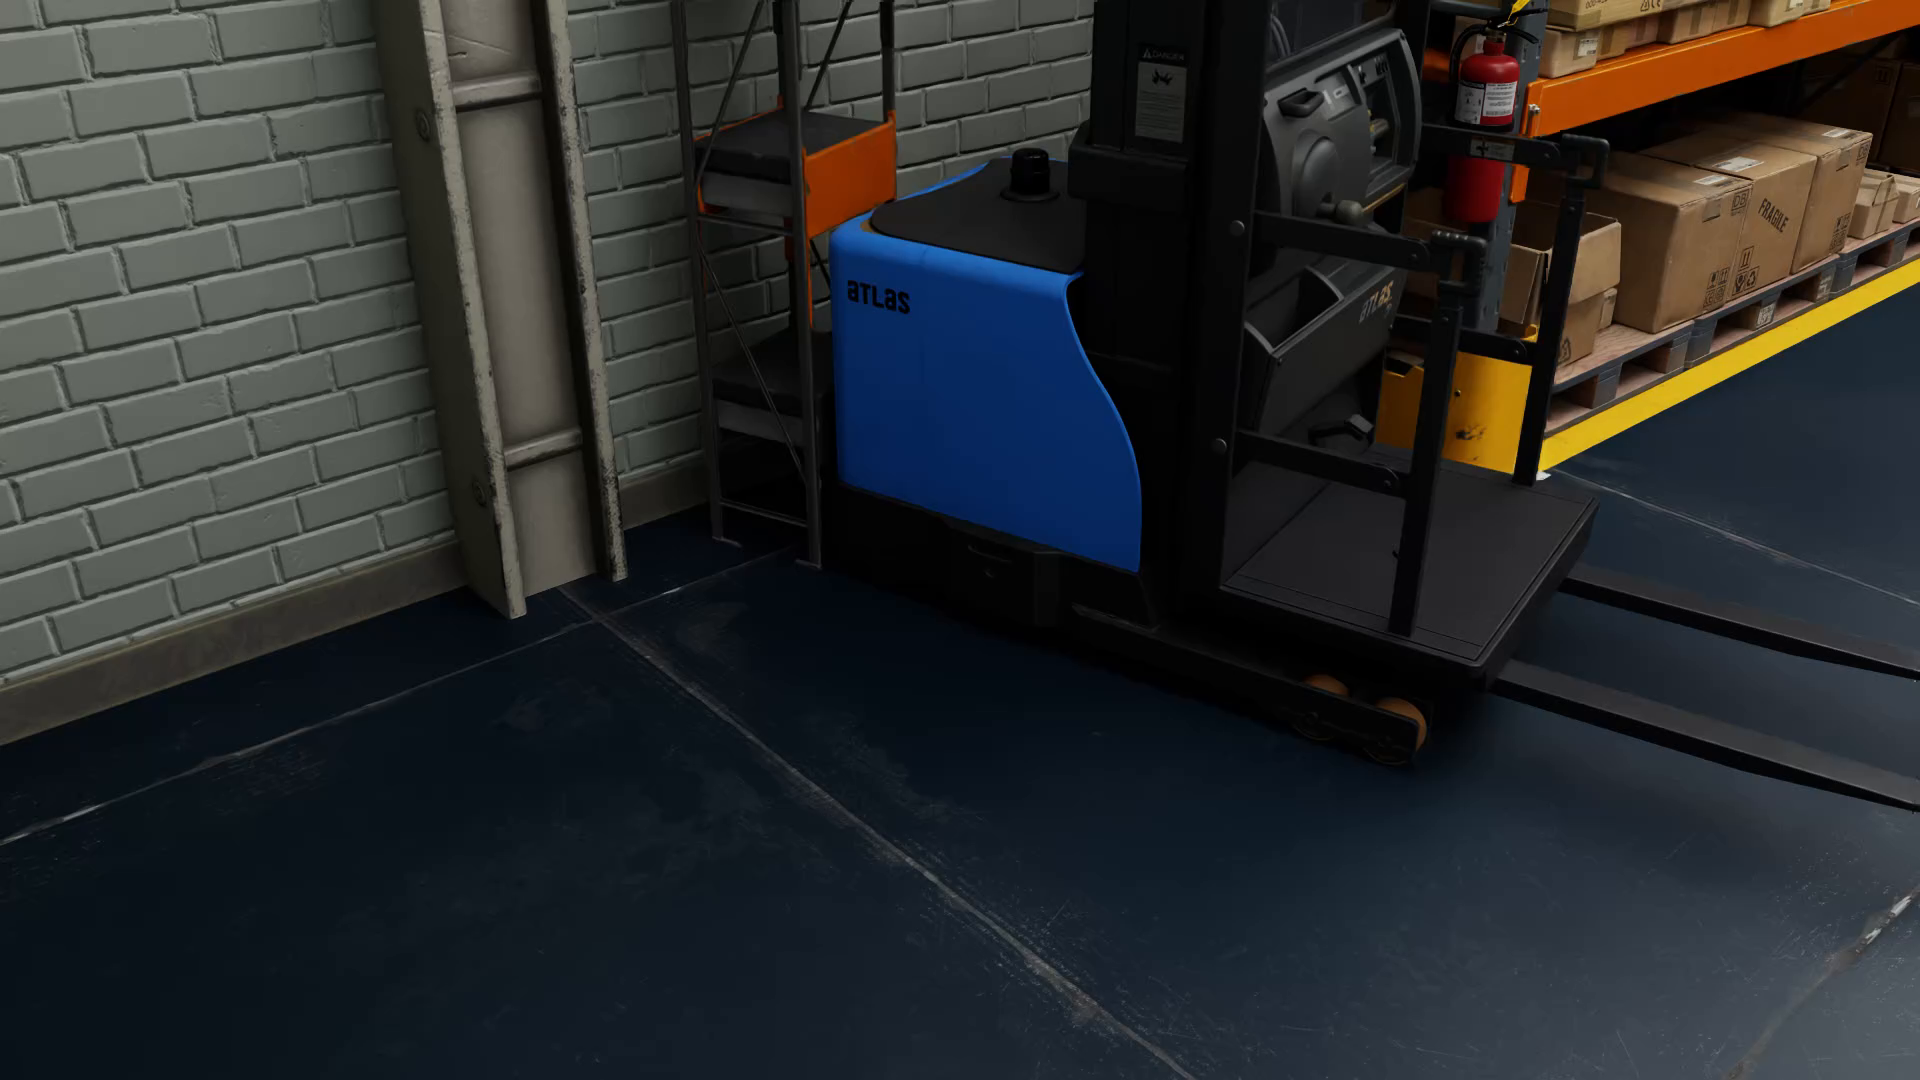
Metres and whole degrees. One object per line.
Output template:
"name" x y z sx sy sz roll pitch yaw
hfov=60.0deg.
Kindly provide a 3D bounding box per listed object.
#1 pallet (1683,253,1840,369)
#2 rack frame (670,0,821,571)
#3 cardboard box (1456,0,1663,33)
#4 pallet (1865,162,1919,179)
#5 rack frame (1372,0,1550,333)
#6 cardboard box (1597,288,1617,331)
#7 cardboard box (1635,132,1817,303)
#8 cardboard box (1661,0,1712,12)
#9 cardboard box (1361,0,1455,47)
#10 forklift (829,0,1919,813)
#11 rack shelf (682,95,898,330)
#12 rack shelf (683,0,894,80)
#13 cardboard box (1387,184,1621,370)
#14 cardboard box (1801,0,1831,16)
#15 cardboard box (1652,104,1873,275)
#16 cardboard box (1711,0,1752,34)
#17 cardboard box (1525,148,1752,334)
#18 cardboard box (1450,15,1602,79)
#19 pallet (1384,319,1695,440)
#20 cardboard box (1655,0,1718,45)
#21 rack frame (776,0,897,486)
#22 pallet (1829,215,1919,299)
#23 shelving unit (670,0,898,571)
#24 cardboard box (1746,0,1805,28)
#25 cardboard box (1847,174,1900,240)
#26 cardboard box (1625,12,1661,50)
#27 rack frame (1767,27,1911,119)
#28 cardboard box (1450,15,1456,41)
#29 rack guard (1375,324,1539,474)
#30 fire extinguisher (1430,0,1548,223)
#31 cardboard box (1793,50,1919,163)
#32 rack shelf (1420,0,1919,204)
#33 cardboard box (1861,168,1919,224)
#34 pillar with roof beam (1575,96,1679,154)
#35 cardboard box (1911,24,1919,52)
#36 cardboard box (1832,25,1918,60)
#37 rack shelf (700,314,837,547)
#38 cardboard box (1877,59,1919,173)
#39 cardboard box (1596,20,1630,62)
"pallet" 2.974 -1.117 7.117 1.213 0.211 1.003 -22 35 -35
"rack frame" -0.602 -0.881 4.672 0.400 2.100 0.015 15 31 25
"cardboard box" 1.903 -1.816 5.309 0.500 0.250 0.500 -22 35 -35
"pallet" 5.020 -1.965 8.703 1.213 0.211 1.003 -22 35 -35
"rack frame" 1.383 -1.709 5.265 0.127 3.000 1.000 -22 35 -35
"cardboard box" 2.258 -0.906 6.341 0.250 0.149 0.380 -24 36 -37
"cardboard box" 3.052 -1.318 6.740 0.500 0.500 0.500 -21 35 -34
"cardboard box" 2.286 -1.970 5.598 0.500 0.250 0.500 -21 35 -34
"cardboard box" 1.461 -1.796 5.694 0.250 0.149 0.380 -22 35 -35
"forklift" 1.130 -1.013 4.035 3.031 2.935 1.130 17 33 29
"rack shelf" -0.484 -0.970 4.866 0.431 0.518 0.480 15 31 25
"rack shelf" -0.484 -1.587 4.536 0.431 0.518 0.480 15 31 25
"cardboard box" 1.910 -0.946 6.041 0.637 0.503 0.797 -24 36 -37
"cardboard box" 3.010 -2.064 6.197 0.250 0.149 0.380 -21 35 -34
"cardboard box" 3.375 -1.510 7.099 0.500 0.500 0.700 -23 36 -37
"cardboard box" 2.582 -1.926 5.938 0.250 0.149 0.380 -21 35 -34
"cardboard box" 2.585 -1.192 6.505 0.500 0.500 0.700 -20 34 -33
"cardboard box" 1.811 -1.600 5.328 0.250 0.149 0.380 -22 35 -35
"pallet" 2.046 -0.746 6.423 1.213 0.211 1.003 -22 35 -35
"cardboard box" 2.384 -1.843 5.782 0.250 0.149 0.380 -21 34 -33
"rack frame" -0.366 -1.083 5.048 0.400 2.100 0.015 15 31 25
"pallet" 3.903 -1.493 7.819 1.213 0.211 1.003 -22 35 -35
"shelving unit" -0.484 -0.982 4.860 0.431 2.100 0.503 15 31 25
"cardboard box" 2.823 -1.976 6.032 0.250 0.149 0.380 -23 36 -36
"cardboard box" 3.921 -1.527 7.380 0.258 0.266 0.396 -20 34 -33
"cardboard box" 2.152 -1.787 5.679 0.250 0.149 0.380 -22 35 -36
"rack frame" 4.426 -2.932 7.555 0.127 3.000 1.000 -22 35 -35
"cardboard box" 1.694 -1.851 5.798 0.250 0.149 0.380 -21 34 -34
"rack guard" 1.441 -0.630 5.898 0.348 0.500 1.175 -22 35 -35
"fire extinguisher" 1.571 -1.299 4.977 0.183 0.674 0.296 -22 35 -35
"cardboard box" 4.607 -2.271 8.524 0.500 0.500 0.500 -22 35 -35
"rack shelf" 2.904 -2.003 6.579 4.000 0.370 1.077 -22 35 -35
"cardboard box" 4.193 -1.585 7.612 0.250 0.149 0.380 -23 36 -36
"pillar with roof beam" 6.105 -4.145 3.458 0.400 9.000 9.100 -22 35 -35
"cardboard box" 4.715 -2.600 8.450 0.250 0.149 0.380 -22 35 -35
"cardboard box" 4.519 -2.517 8.296 0.250 0.149 0.380 -24 36 -37
"rack shelf" -0.484 -0.353 5.196 0.431 0.518 0.480 15 31 25
"cardboard box" 4.940 -2.082 8.171 0.500 0.500 0.500 -20 34 -33
"cardboard box" 1.974 -1.694 5.505 0.250 0.149 0.380 -21 35 -34
